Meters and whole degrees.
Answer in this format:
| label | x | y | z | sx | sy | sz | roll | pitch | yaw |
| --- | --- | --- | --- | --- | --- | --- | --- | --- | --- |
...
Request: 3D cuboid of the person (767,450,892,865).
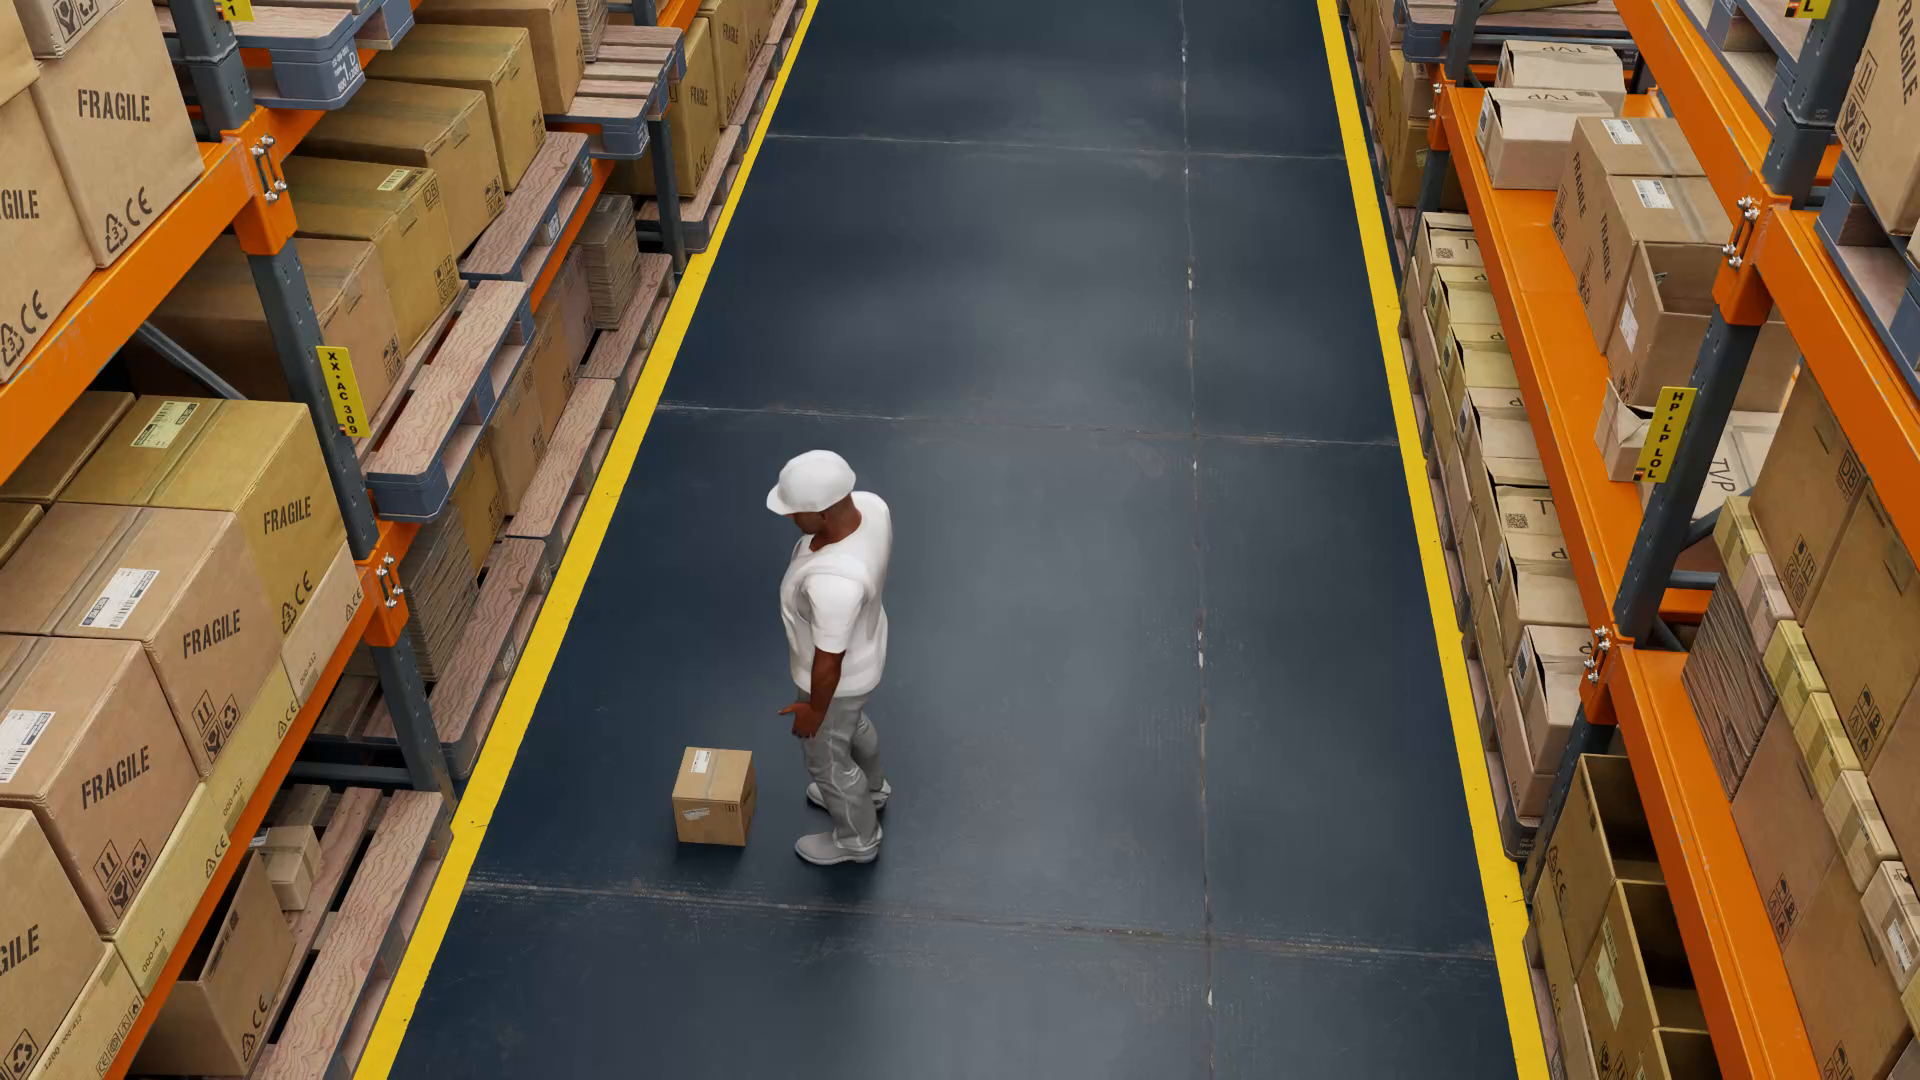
| label | x | y | z | sx | sy | sz | roll | pitch | yaw |
| --- | --- | --- | --- | --- | --- | --- | --- | --- | --- |
| person | -0.419 | 0.413 | 5.647 | 0.368 | 1.759 | 0.568 | 4 | 40 | 5 |
